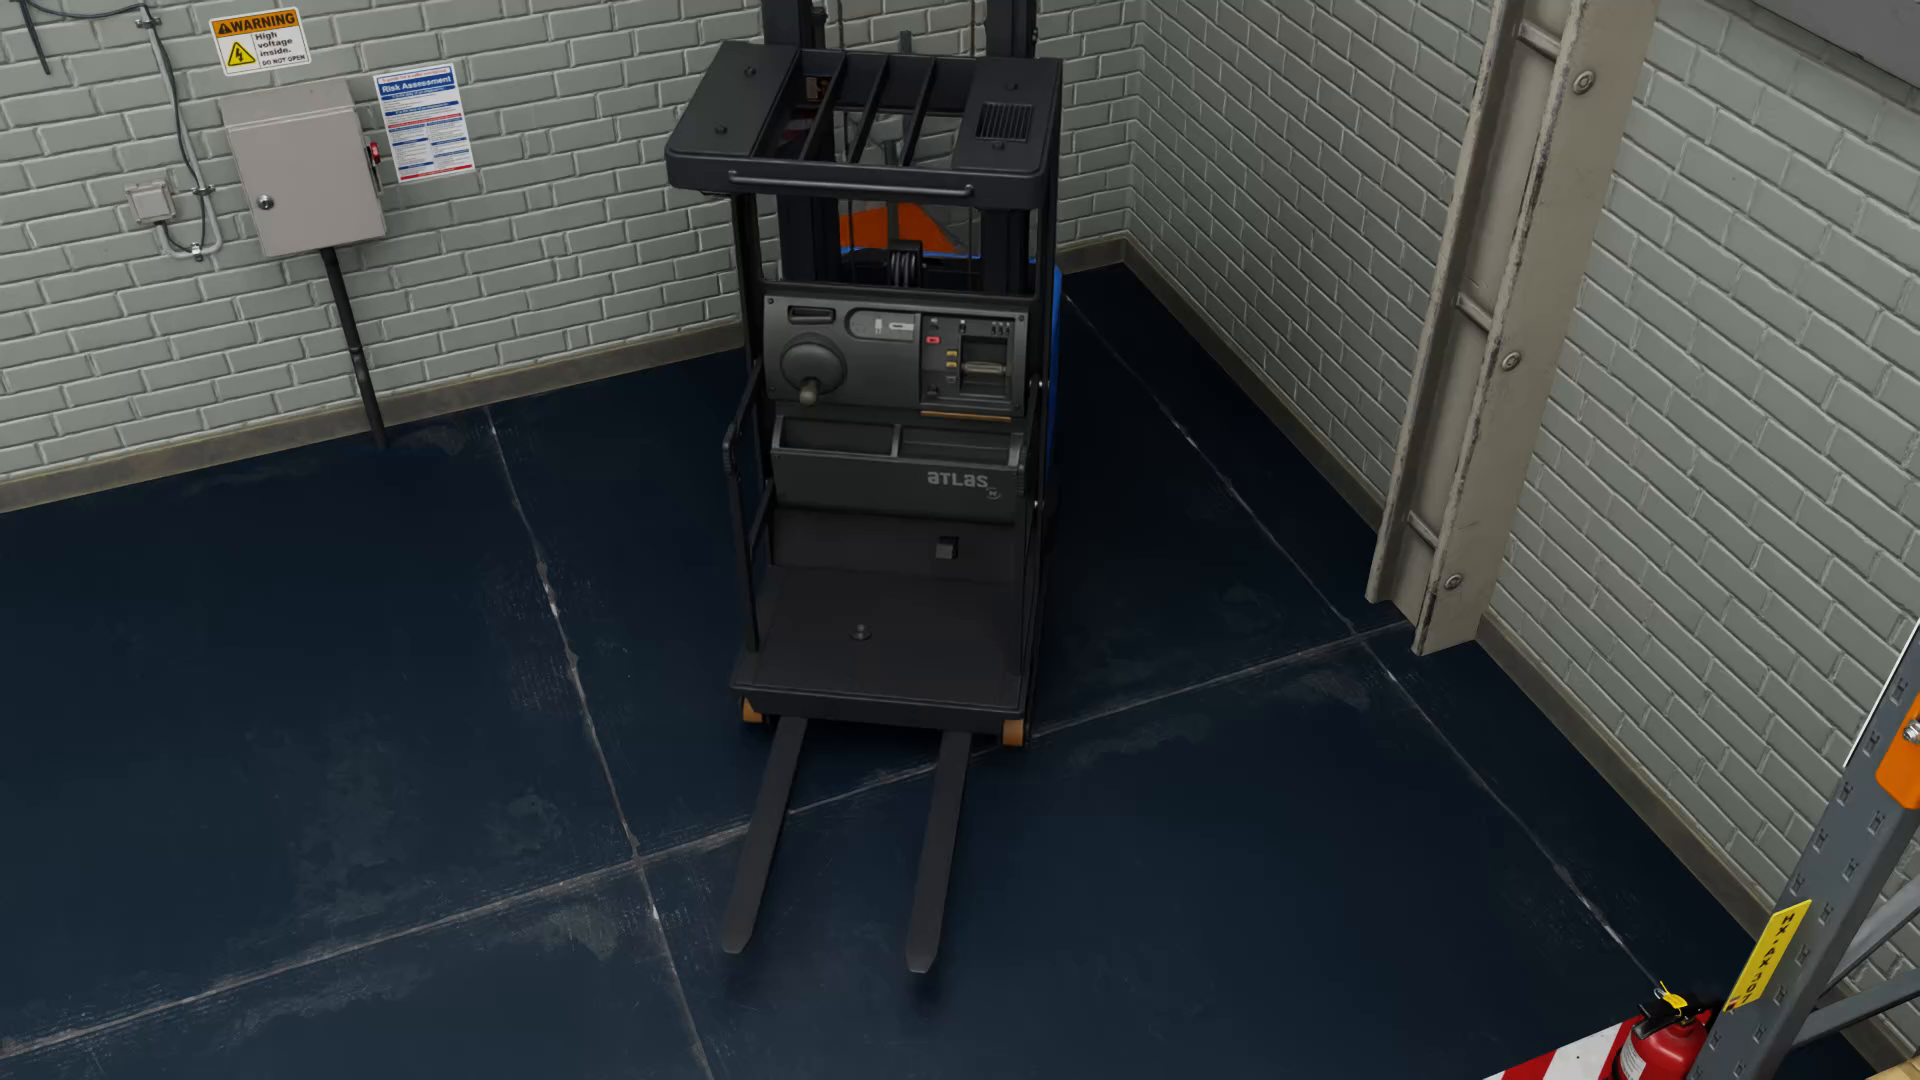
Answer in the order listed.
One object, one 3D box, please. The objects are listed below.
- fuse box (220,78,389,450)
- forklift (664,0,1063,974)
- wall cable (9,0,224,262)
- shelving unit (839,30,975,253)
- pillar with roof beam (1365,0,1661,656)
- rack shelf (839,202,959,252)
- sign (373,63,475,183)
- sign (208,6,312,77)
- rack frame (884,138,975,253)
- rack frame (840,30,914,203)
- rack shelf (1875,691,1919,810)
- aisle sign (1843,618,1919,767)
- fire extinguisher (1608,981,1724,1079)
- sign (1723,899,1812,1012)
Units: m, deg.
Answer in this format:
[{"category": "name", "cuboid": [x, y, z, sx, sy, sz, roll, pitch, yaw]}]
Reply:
[{"category": "fuse box", "cuboid": [-2.655, -1.073, 7.186, 0.539, 1.711, 0.414, -15, 43, -17]}, {"category": "forklift", "cuboid": [-0.252, -0.567, 5.661, 1.130, 2.935, 3.031, 5, 41, 5]}, {"category": "wall cable", "cuboid": [-3.346, -1.872, 6.347, 0.588, 1.984, 0.122, -15, 43, -17]}, {"category": "shelving unit", "cuboid": [-0.268, -1.420, 7.732, 0.587, 1.500, 1.083, -15, 42, -17]}, {"category": "pillar with roof beam", "cuboid": [-2.064, -2.025, 2.703, 9.100, 9.000, 0.400, -15, 43, -17]}, {"category": "rack shelf", "cuboid": [-0.264, -1.276, 7.840, 0.538, 0.185, 1.000, -15, 42, -17]}, {"category": "sign", "cuboid": [-2.278, -1.774, 7.085, 0.329, 0.494, 0.001, -15, 43, -17]}, {"category": "sign", "cuboid": [-2.785, -1.986, 6.625, 0.339, 0.242, 0.001, -15, 43, -17]}, {"category": "rack frame", "cuboid": [-0.070, -1.116, 7.363, 0.500, 1.500, 0.032, -15, 42, -17]}, {"category": "rack frame", "cuboid": [-0.459, -1.714, 8.088, 0.500, 1.500, 0.032, -15, 42, -17]}, {"category": "rack shelf", "cuboid": [2.877, 1.365, 1.613, 1.077, 0.370, 4.000, -15, 43, -17]}, {"category": "aisle sign", "cuboid": [1.815, 0.071, 2.873, 0.394, 0.787, 0.004, -15, 43, -17]}, {"category": "fire extinguisher", "cuboid": [1.629, 1.222, 3.873, 0.296, 0.674, 0.183, -15, 43, -17]}, {"category": "sign", "cuboid": [1.611, 0.832, 3.318, 0.100, 0.325, 0.005, -15, 43, -17]}]
